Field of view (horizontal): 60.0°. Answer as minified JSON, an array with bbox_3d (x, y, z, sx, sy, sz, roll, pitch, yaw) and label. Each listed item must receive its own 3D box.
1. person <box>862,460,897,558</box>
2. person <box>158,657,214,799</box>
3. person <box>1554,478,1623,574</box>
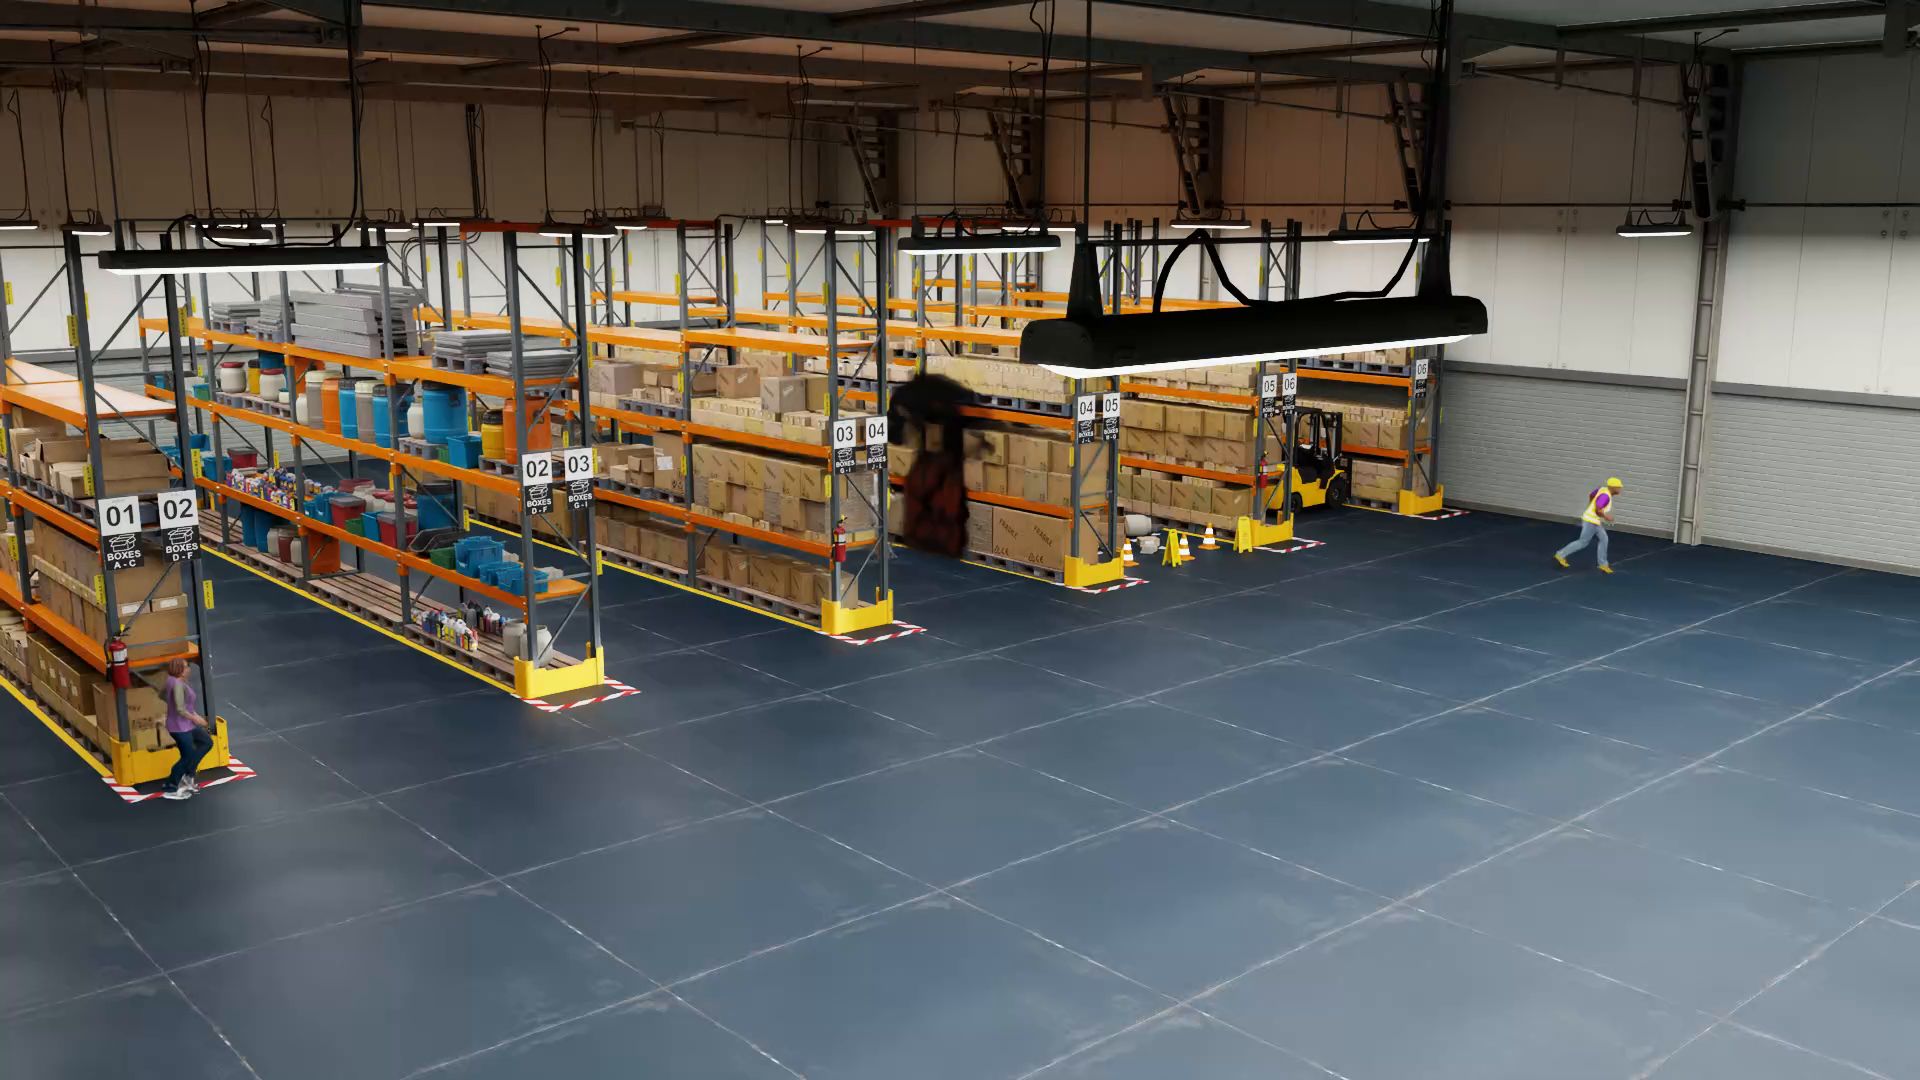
[{"bbox_3d":[-1.471,-0.576,29.080,0.843,1.720,0.615,7,13,31],"label":"person"},{"bbox_3d":[-8.351,2.016,17.913,0.564,1.568,0.561,-7,13,-30],"label":"person"},{"bbox_3d":[10.962,-0.260,29.001,1.057,1.714,0.743,3,12,16],"label":"person"}]
